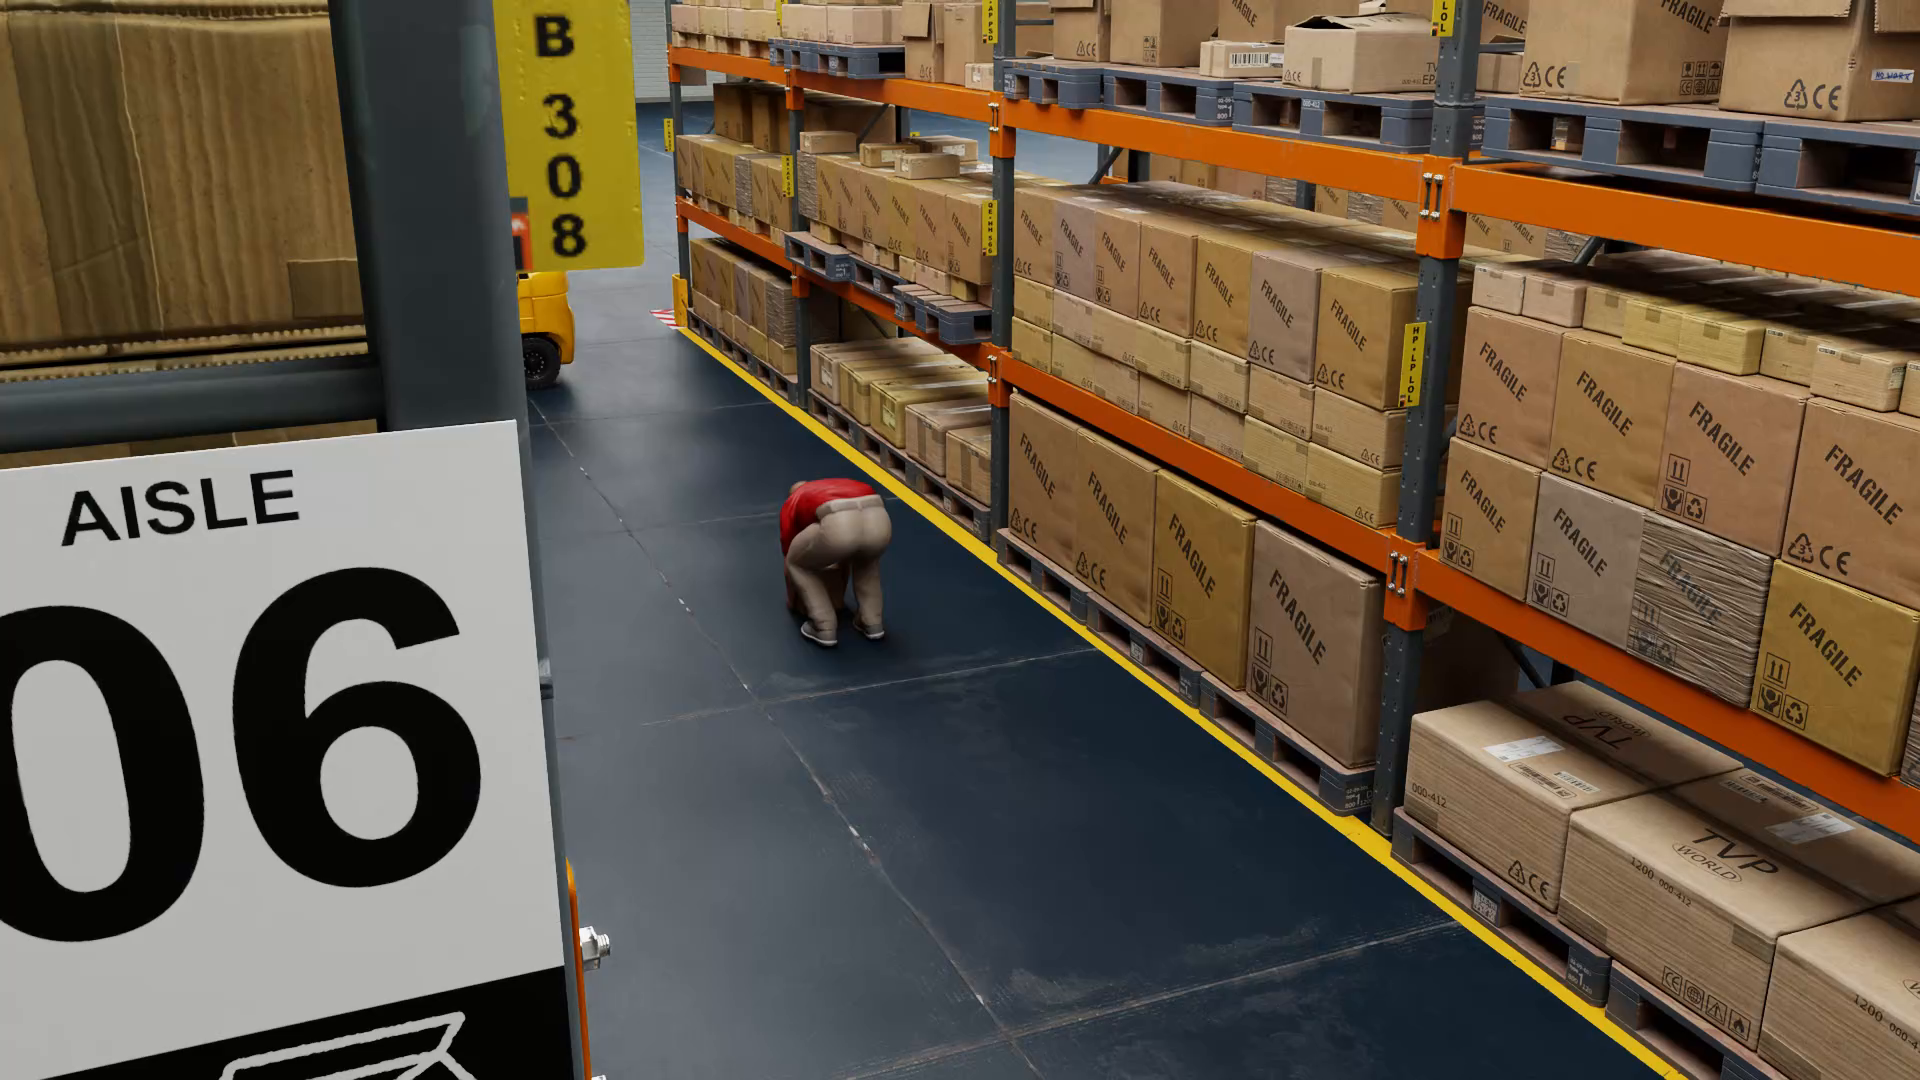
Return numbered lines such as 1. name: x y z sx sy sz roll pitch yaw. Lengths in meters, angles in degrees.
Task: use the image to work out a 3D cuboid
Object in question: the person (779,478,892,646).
1. person: -0.716 0.066 9.222 0.543 0.884 0.956 -9 21 -24
